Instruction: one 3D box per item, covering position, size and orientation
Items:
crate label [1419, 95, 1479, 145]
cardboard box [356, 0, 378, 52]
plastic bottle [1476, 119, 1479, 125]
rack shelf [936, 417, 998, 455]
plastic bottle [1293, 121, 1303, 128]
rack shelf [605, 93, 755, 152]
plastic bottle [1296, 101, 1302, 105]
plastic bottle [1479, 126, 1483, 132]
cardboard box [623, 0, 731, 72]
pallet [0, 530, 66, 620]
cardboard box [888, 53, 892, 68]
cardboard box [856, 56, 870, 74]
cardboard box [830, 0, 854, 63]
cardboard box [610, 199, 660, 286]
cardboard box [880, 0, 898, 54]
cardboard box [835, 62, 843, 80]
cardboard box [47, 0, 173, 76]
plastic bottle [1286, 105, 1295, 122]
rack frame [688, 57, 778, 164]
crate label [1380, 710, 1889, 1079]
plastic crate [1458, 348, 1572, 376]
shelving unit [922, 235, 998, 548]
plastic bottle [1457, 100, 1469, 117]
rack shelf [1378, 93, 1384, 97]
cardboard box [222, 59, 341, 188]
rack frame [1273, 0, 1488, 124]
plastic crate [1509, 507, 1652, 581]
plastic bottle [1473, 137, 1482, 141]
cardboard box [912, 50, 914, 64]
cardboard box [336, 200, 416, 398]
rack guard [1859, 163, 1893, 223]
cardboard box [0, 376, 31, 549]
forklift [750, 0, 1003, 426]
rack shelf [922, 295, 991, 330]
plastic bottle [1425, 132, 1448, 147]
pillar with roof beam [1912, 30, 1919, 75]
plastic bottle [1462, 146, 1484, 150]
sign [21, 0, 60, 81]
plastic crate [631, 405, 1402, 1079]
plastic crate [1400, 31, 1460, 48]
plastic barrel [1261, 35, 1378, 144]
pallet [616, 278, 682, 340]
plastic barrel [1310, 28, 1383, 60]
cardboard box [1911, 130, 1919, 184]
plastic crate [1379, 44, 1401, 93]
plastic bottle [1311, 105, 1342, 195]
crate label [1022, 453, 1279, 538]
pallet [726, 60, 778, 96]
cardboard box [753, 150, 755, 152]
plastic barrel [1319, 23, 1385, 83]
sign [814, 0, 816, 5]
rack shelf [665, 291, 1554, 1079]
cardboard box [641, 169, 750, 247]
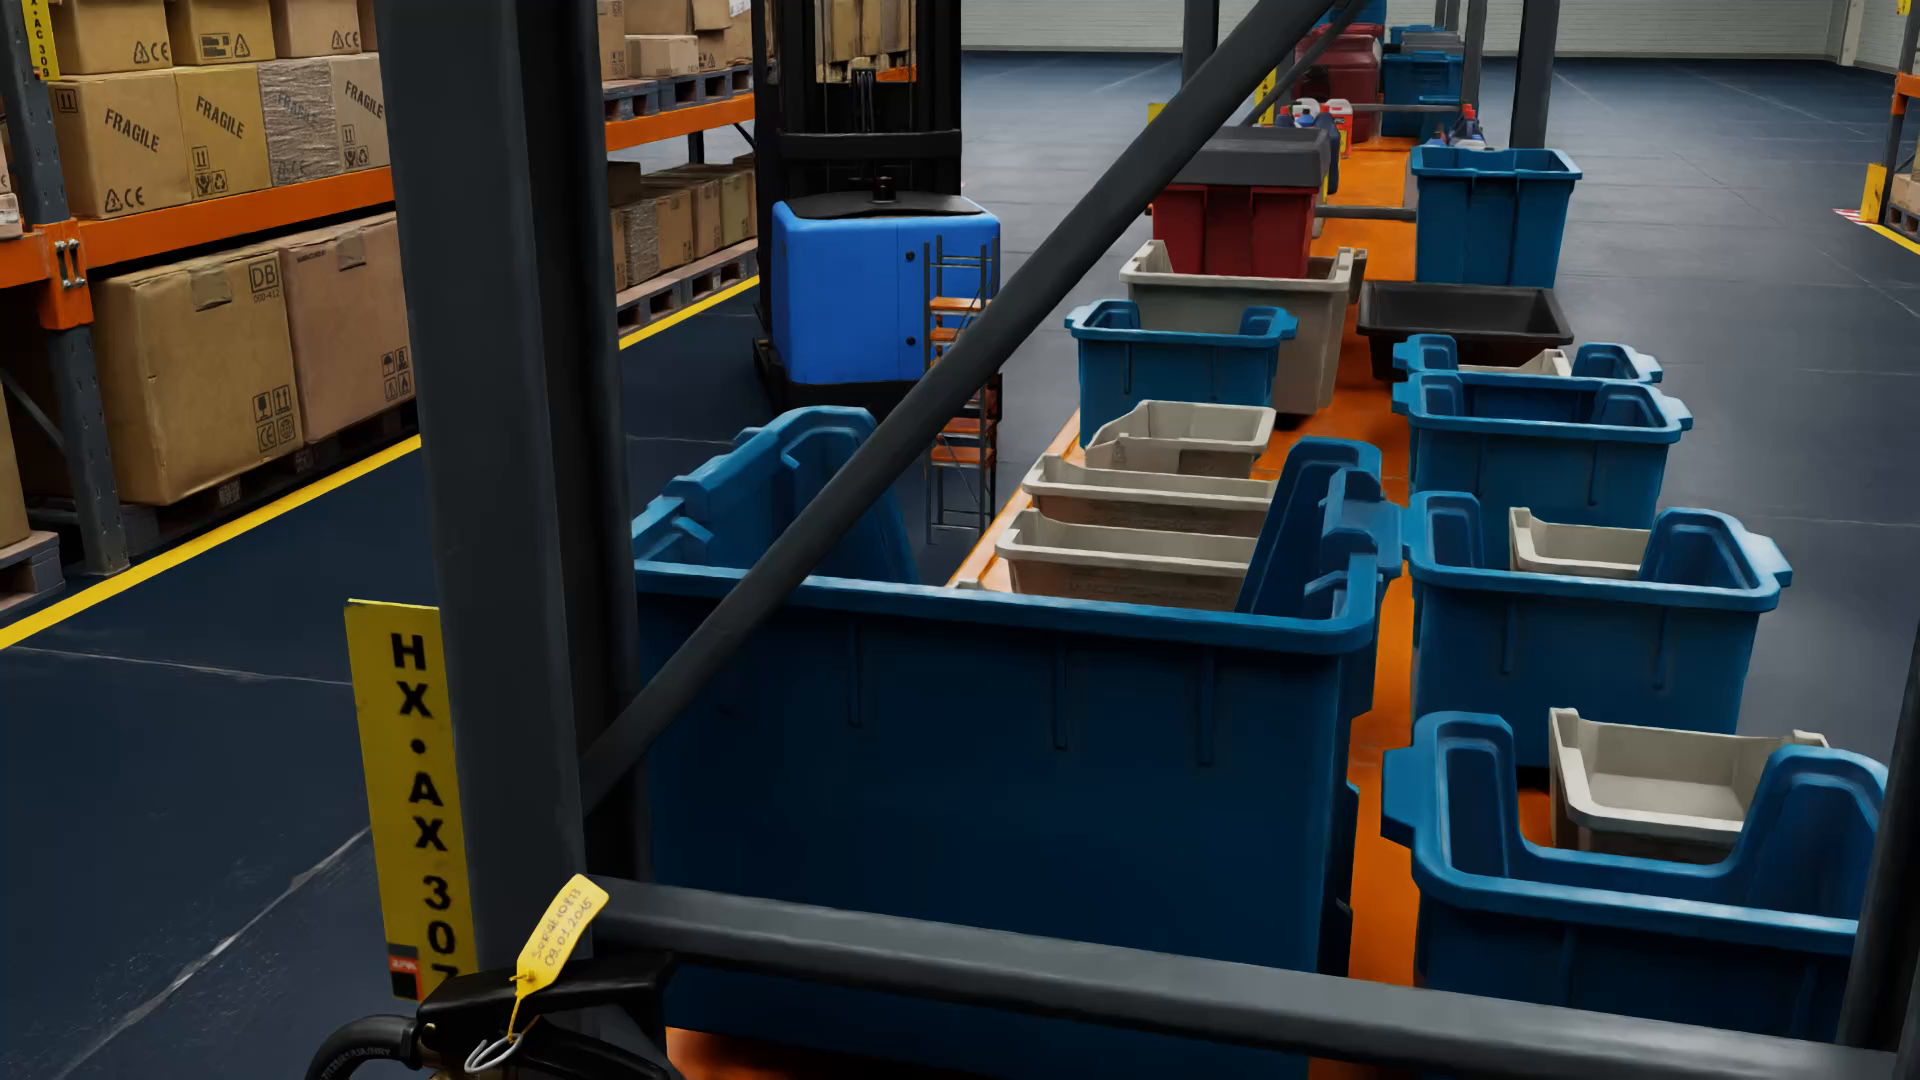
[{"bbox_3d":[2.574,-2.215,8.792,0.303,0.233,0.416,5,19,13],"label":"crate label"},{"bbox_3d":[-3.051,-2.673,8.167,0.797,0.503,0.637,5,20,15],"label":"cardboard box"},{"bbox_3d":[2.143,-1.618,6.965,0.061,0.283,0.133,5,19,13],"label":"plastic bottle"},{"bbox_3d":[0.004,-0.417,6.560,0.258,0.103,0.180,5,19,13],"label":"rack shelf"},{"bbox_3d":[1.350,-1.589,6.890,0.152,0.276,0.135,5,19,13],"label":"plastic bottle"},{"bbox_3d":[-2.206,-2.870,11.562,1.077,0.370,4.000,5,19,13],"label":"rack shelf"},{"bbox_3d":[1.634,-1.987,8.063,0.097,0.271,0.097,0,19,0],"label":"plastic bottle"},{"bbox_3d":[2.066,-1.519,6.673,0.061,0.283,0.133,5,19,13],"label":"plastic bottle"},{"bbox_3d":[-2.052,-3.534,11.584,0.797,0.503,0.637,7,20,19],"label":"cardboard box"},{"bbox_3d":[-3.934,0.222,5.711,1.003,0.211,1.213,5,19,13],"label":"pallet"},{"bbox_3d":[-0.860,-4.553,15.766,0.380,0.149,0.250,5,19,13],"label":"cardboard box"},{"bbox_3d":[-1.020,-4.233,14.829,0.380,0.149,0.250,5,19,13],"label":"cardboard box"},{"bbox_3d":[-1.392,-4.315,14.066,0.875,0.500,0.500,5,19,13],"label":"cardboard box"},{"bbox_3d":[-2.428,-1.995,11.075,0.700,0.500,0.500,3,19,9],"label":"cardboard box"},{"bbox_3d":[-1.071,-4.789,15.453,0.875,0.500,0.500,5,19,13],"label":"cardboard box"},{"bbox_3d":[-1.214,-3.999,14.143,0.380,0.149,0.250,5,19,13],"label":"cardboard box"},{"bbox_3d":[-3.524,-2.052,6.349,0.797,0.503,0.637,4,19,12],"label":"cardboard box"},{"bbox_3d":[1.499,-1.843,7.625,0.061,0.283,0.133,5,19,13],"label":"plastic bottle"},{"bbox_3d":[-1.718,-3.837,13.281,1.000,3.000,0.127,5,19,13],"label":"rack frame"},{"bbox_3d":[0.533,0.315,1.292,0.416,0.233,0.303,5,19,13],"label":"crate label"},{"bbox_3d":[0.996,-0.273,3.160,0.293,0.136,0.466,5,19,13],"label":"plastic crate"},{"bbox_3d":[0.004,-0.572,6.507,0.258,1.200,0.189,5,19,13],"label":"shelving unit"},{"bbox_3d":[2.423,-1.976,8.014,0.061,0.283,0.133,5,19,13],"label":"plastic bottle"},{"bbox_3d":[3.574,-3.732,14.087,1.077,0.370,4.000,5,19,13],"label":"rack shelf"},{"bbox_3d":[-3.073,-1.816,7.208,0.500,0.500,0.500,4,19,12],"label":"cardboard box"},{"bbox_3d":[2.108,-2.192,8.465,1.000,3.000,0.127,5,19,13],"label":"rack frame"},{"bbox_3d":[0.857,0.054,2.205,0.250,0.136,0.298,5,19,13],"label":"plastic crate"},{"bbox_3d":[1.951,-1.390,6.314,0.097,0.271,0.097,0,19,0],"label":"plastic bottle"},{"bbox_3d":[-0.672,-4.788,16.453,0.380,0.149,0.250,5,19,13],"label":"cardboard box"},{"bbox_3d":[-3.109,-1.283,8.441,1.225,0.875,0.875,5,19,14],"label":"cardboard box"},{"bbox_3d":[8.870,-3.132,15.083,1.175,0.500,0.348,5,19,13],"label":"rack guard"},{"bbox_3d":[-3.911,-0.322,5.628,0.875,0.875,0.875,5,19,13],"label":"cardboard box"},{"bbox_3d":[-0.584,-2.336,8.991,1.130,2.935,3.031,-4,19,-11],"label":"forklift"},{"bbox_3d":[0.004,-0.871,6.405,0.258,0.103,0.180,5,19,13],"label":"rack shelf"},{"bbox_3d":[1.858,-1.462,6.526,0.097,0.271,0.097,0,19,0],"label":"plastic bottle"},{"bbox_3d":[16.026,-14.331,34.722,9.100,9.000,0.400,5,19,13],"label":"pillar with roof beam"},{"bbox_3d":[1.839,-1.285,6.001,0.152,0.276,0.135,5,19,13],"label":"plastic bottle"},{"bbox_3d":[-3.134,-1.733,5.660,0.100,0.325,0.005,5,19,13],"label":"sign"},{"bbox_3d":[0.054,0.150,1.459,0.616,0.435,0.499,5,19,13],"label":"plastic crate"},{"bbox_3d":[3.263,-3.300,11.610,0.402,0.464,0.583,5,19,13],"label":"plastic crate"},{"bbox_3d":[1.927,-2.426,8.939,0.600,0.536,0.708,5,19,13],"label":"plastic barrel"},{"bbox_3d":[-2.503,-1.509,10.778,1.003,0.211,1.213,5,19,13],"label":"pallet"},{"bbox_3d":[2.354,-2.862,10.216,0.433,0.535,0.433,0,19,0],"label":"plastic barrel"},{"bbox_3d":[8.398,-3.252,14.013,0.500,0.500,0.500,5,19,13],"label":"cardboard box"},{"bbox_3d":[3.336,-3.571,12.597,0.767,0.338,0.504,5,19,13],"label":"plastic crate"},{"bbox_3d":[1.487,-1.604,6.821,0.144,0.351,0.185,5,19,13],"label":"plastic bottle"},{"bbox_3d":[0.306,-0.037,2.471,0.396,0.136,0.243,5,19,13],"label":"crate label"},{"bbox_3d":[-2.046,-3.518,12.644,1.003,0.211,1.213,5,19,13],"label":"pallet"},{"bbox_3d":[-1.449,-3.155,14.502,0.500,0.500,0.500,12,22,31],"label":"cardboard box"},{"bbox_3d":[2.639,-3.228,11.286,0.433,0.535,0.433,0,19,0],"label":"plastic barrel"},{"bbox_3d":[-1.179,-4.342,12.969,0.100,0.325,0.005,5,19,13],"label":"sign"},{"bbox_3d":[0.642,0.029,3.075,1.077,0.370,4.000,5,19,13],"label":"rack shelf"},{"bbox_3d":[-2.024,-2.524,12.622,0.700,0.500,0.500,5,19,13],"label":"cardboard box"}]
